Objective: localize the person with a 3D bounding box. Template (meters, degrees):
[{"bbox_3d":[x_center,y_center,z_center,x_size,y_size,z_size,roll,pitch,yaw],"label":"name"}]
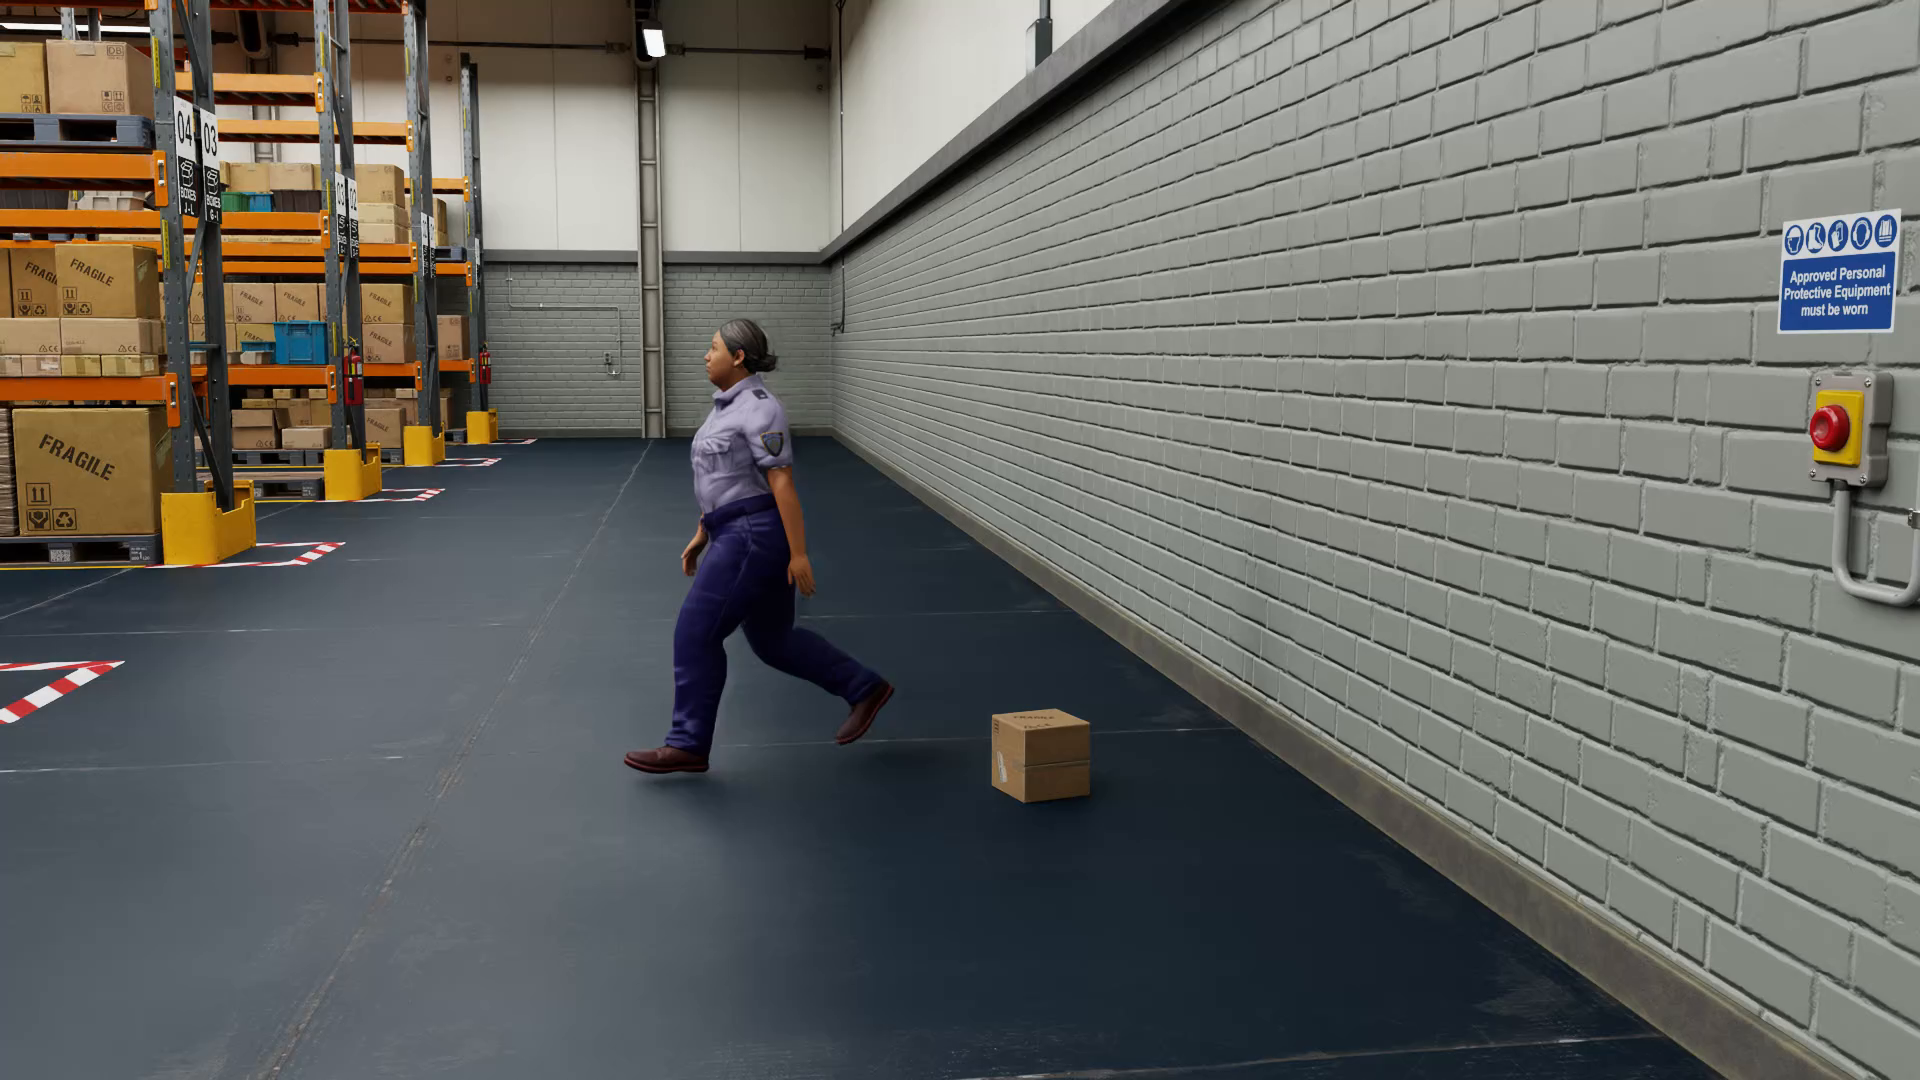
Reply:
[{"bbox_3d":[-0.710,0.008,5.946,1.015,1.586,0.516,-2,7,-15],"label":"person"}]
